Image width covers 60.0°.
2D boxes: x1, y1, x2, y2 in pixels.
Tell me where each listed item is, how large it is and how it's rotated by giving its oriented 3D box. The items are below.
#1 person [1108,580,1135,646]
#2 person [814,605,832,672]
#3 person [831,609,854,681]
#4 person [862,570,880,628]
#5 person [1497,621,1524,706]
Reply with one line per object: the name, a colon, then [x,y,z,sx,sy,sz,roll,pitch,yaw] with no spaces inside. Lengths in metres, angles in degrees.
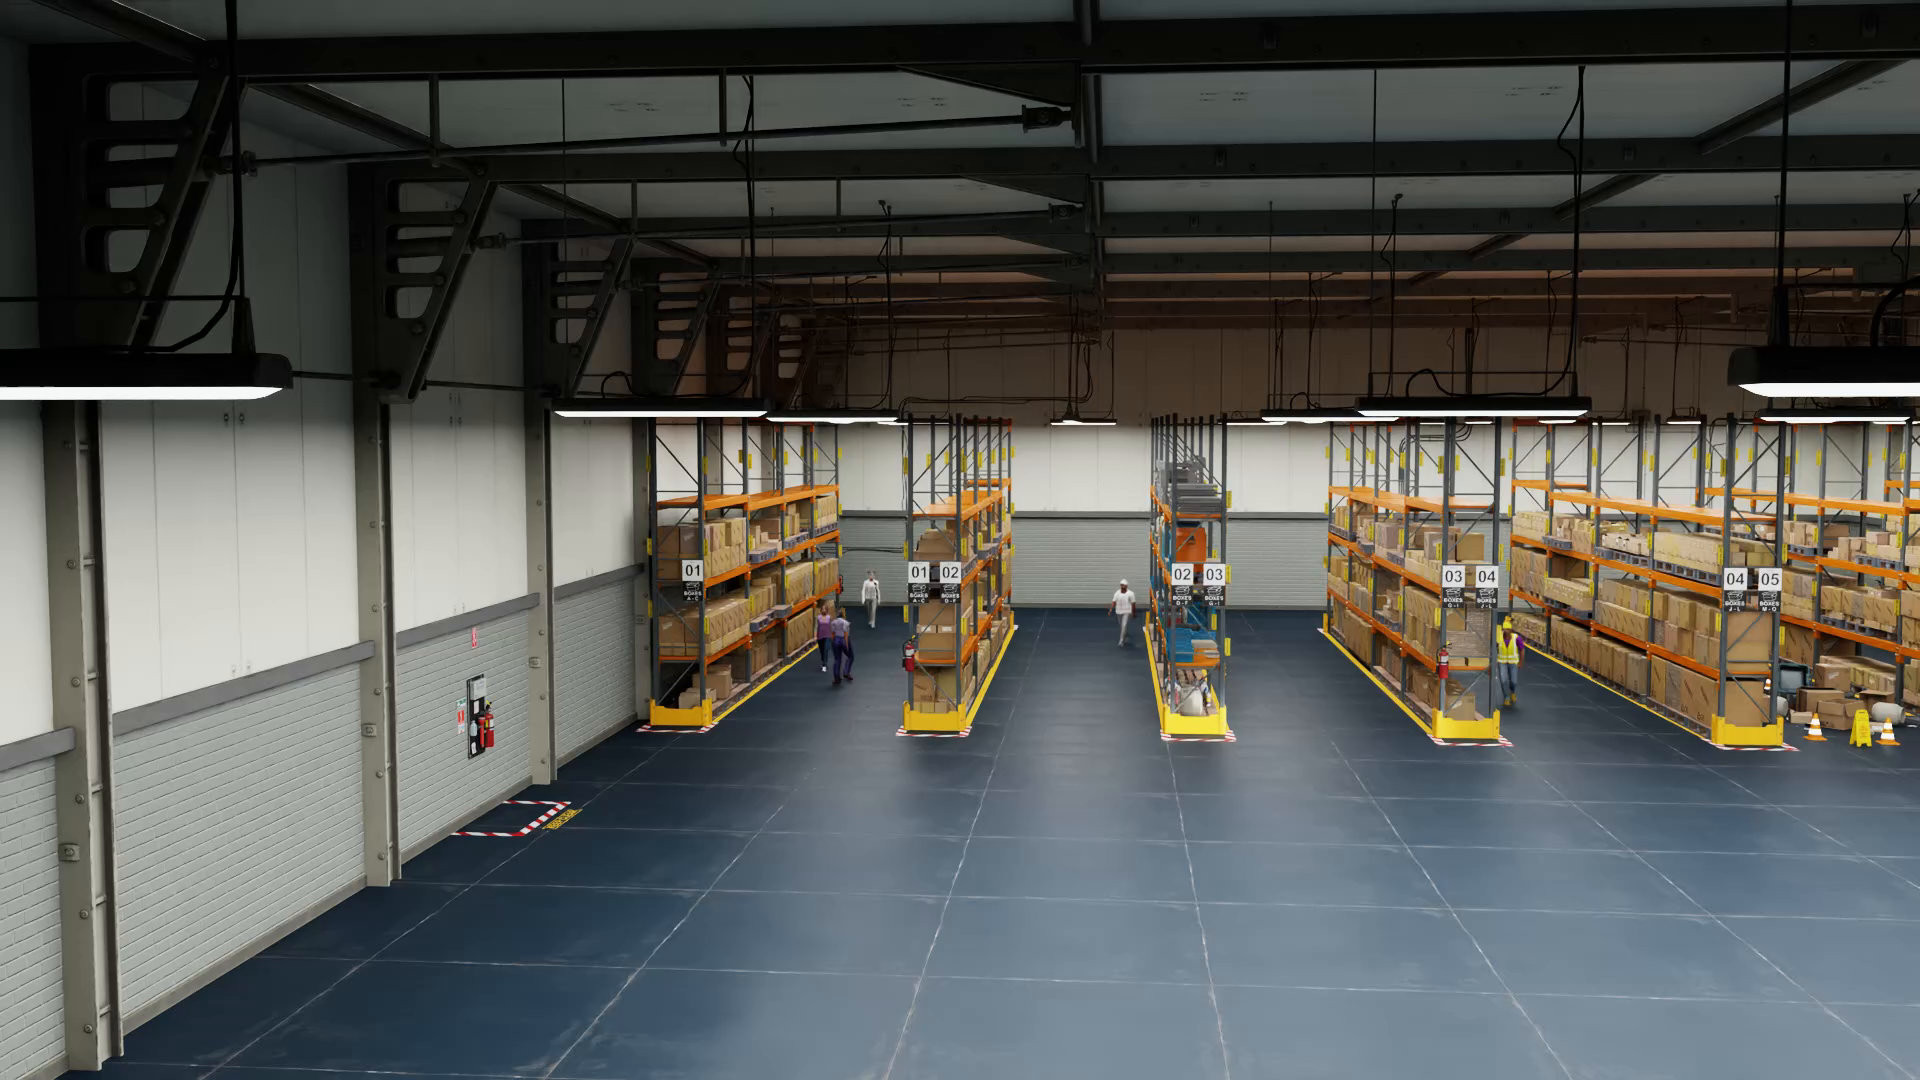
person: [4.269,1.904,43.731,0.600,1.711,1.050,2,4,31]
person: [-3.240,2.297,39.293,0.421,1.533,0.994,0,4,4]
person: [-2.692,2.371,37.582,0.516,1.638,0.536,1,4,18]
person: [-2.565,1.680,47.790,0.520,1.625,1.056,0,4,1]
person: [11.360,2.538,34.468,0.636,1.740,0.669,1,4,20]
